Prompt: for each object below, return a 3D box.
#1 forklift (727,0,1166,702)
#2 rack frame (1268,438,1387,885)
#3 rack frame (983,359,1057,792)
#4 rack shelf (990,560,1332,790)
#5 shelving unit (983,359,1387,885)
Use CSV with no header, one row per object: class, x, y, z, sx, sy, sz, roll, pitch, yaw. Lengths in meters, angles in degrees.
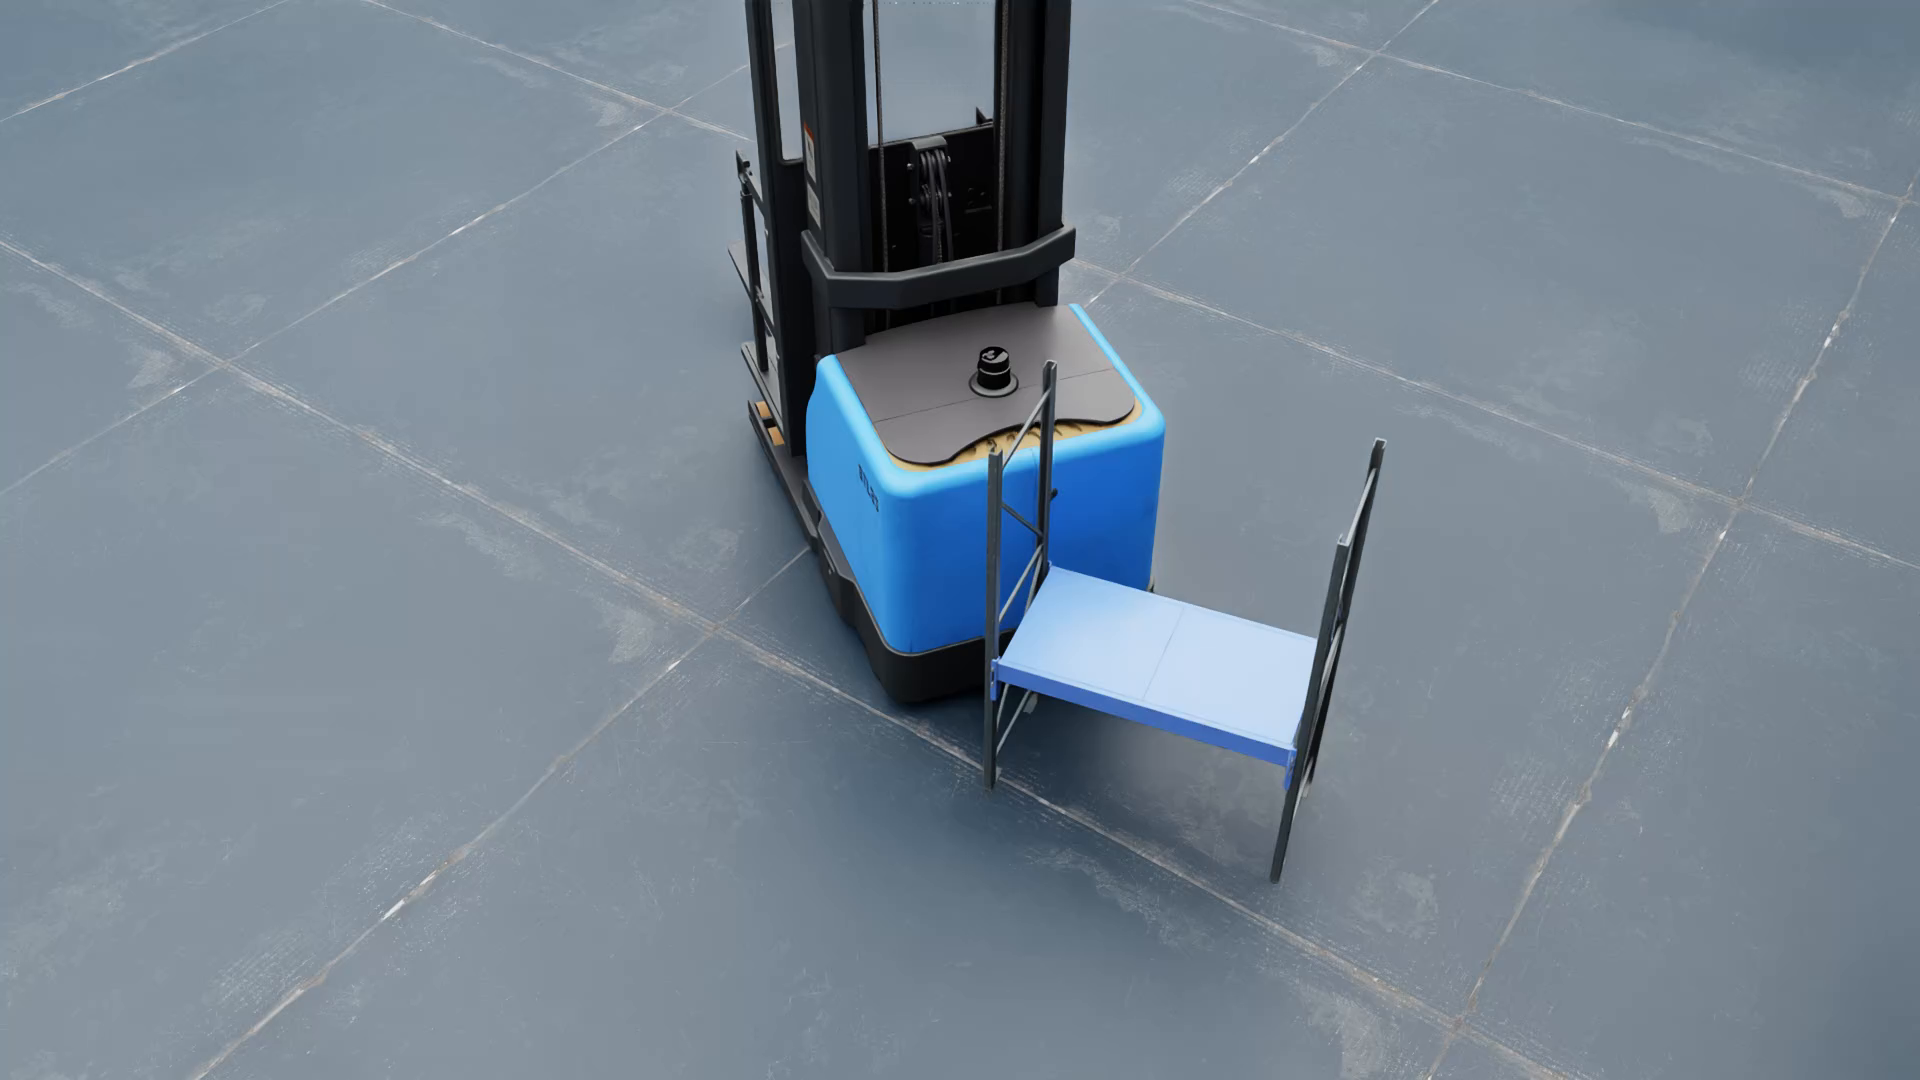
forklift,-0.275,-1.501,6.230,1.130,2.935,3.031,-14,44,-15
rack frame,1.129,0.419,5.157,0.032,1.500,0.500,15,44,17
rack frame,0.190,0.159,5.448,0.032,1.500,0.500,15,44,17
rack shelf,0.659,0.423,5.422,1.000,0.185,0.538,15,44,17
shelving unit,0.659,0.289,5.302,1.048,1.500,0.538,15,44,17
